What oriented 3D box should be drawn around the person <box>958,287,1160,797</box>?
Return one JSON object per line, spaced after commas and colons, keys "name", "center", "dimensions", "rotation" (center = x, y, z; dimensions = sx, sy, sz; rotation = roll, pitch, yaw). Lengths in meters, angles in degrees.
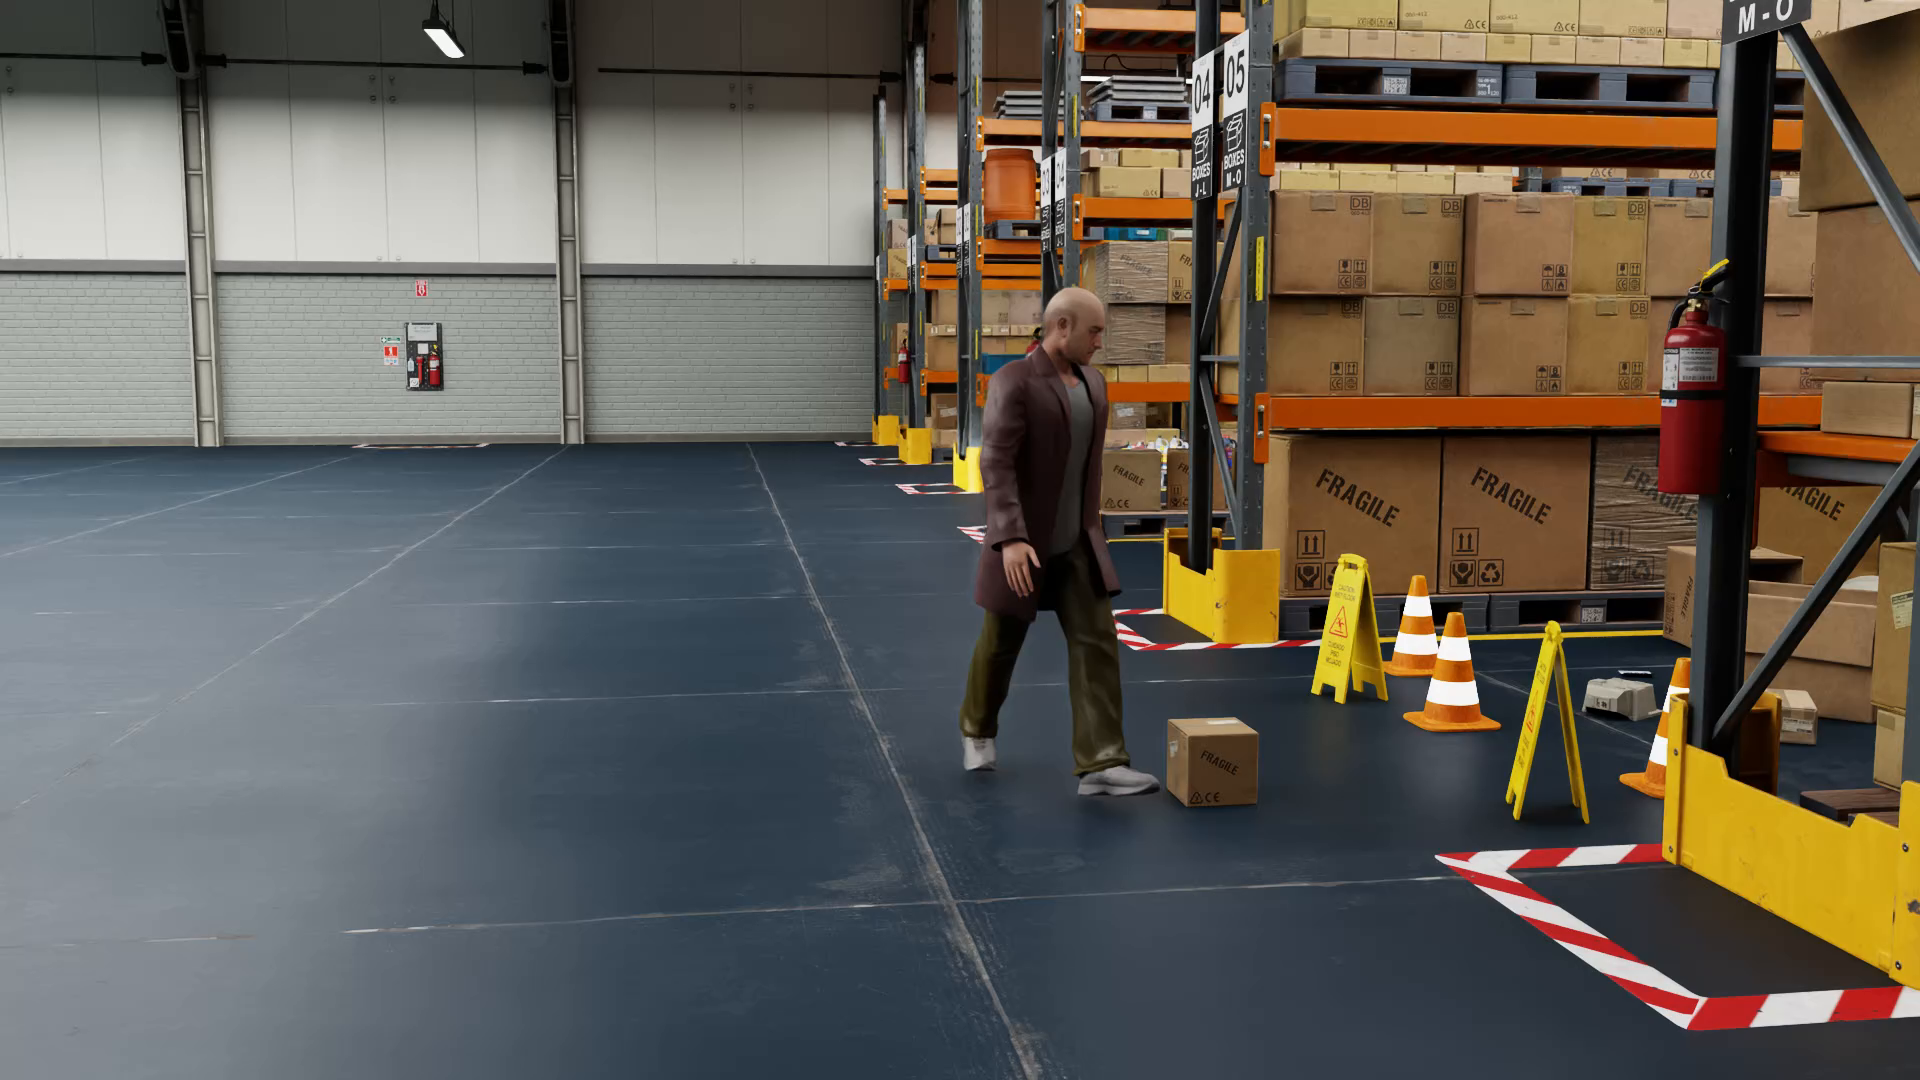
{"name": "person", "center": [0.302, -0.024, 5.749], "dimensions": [0.641, 1.680, 1.035], "rotation": [-4, 7, -32]}
